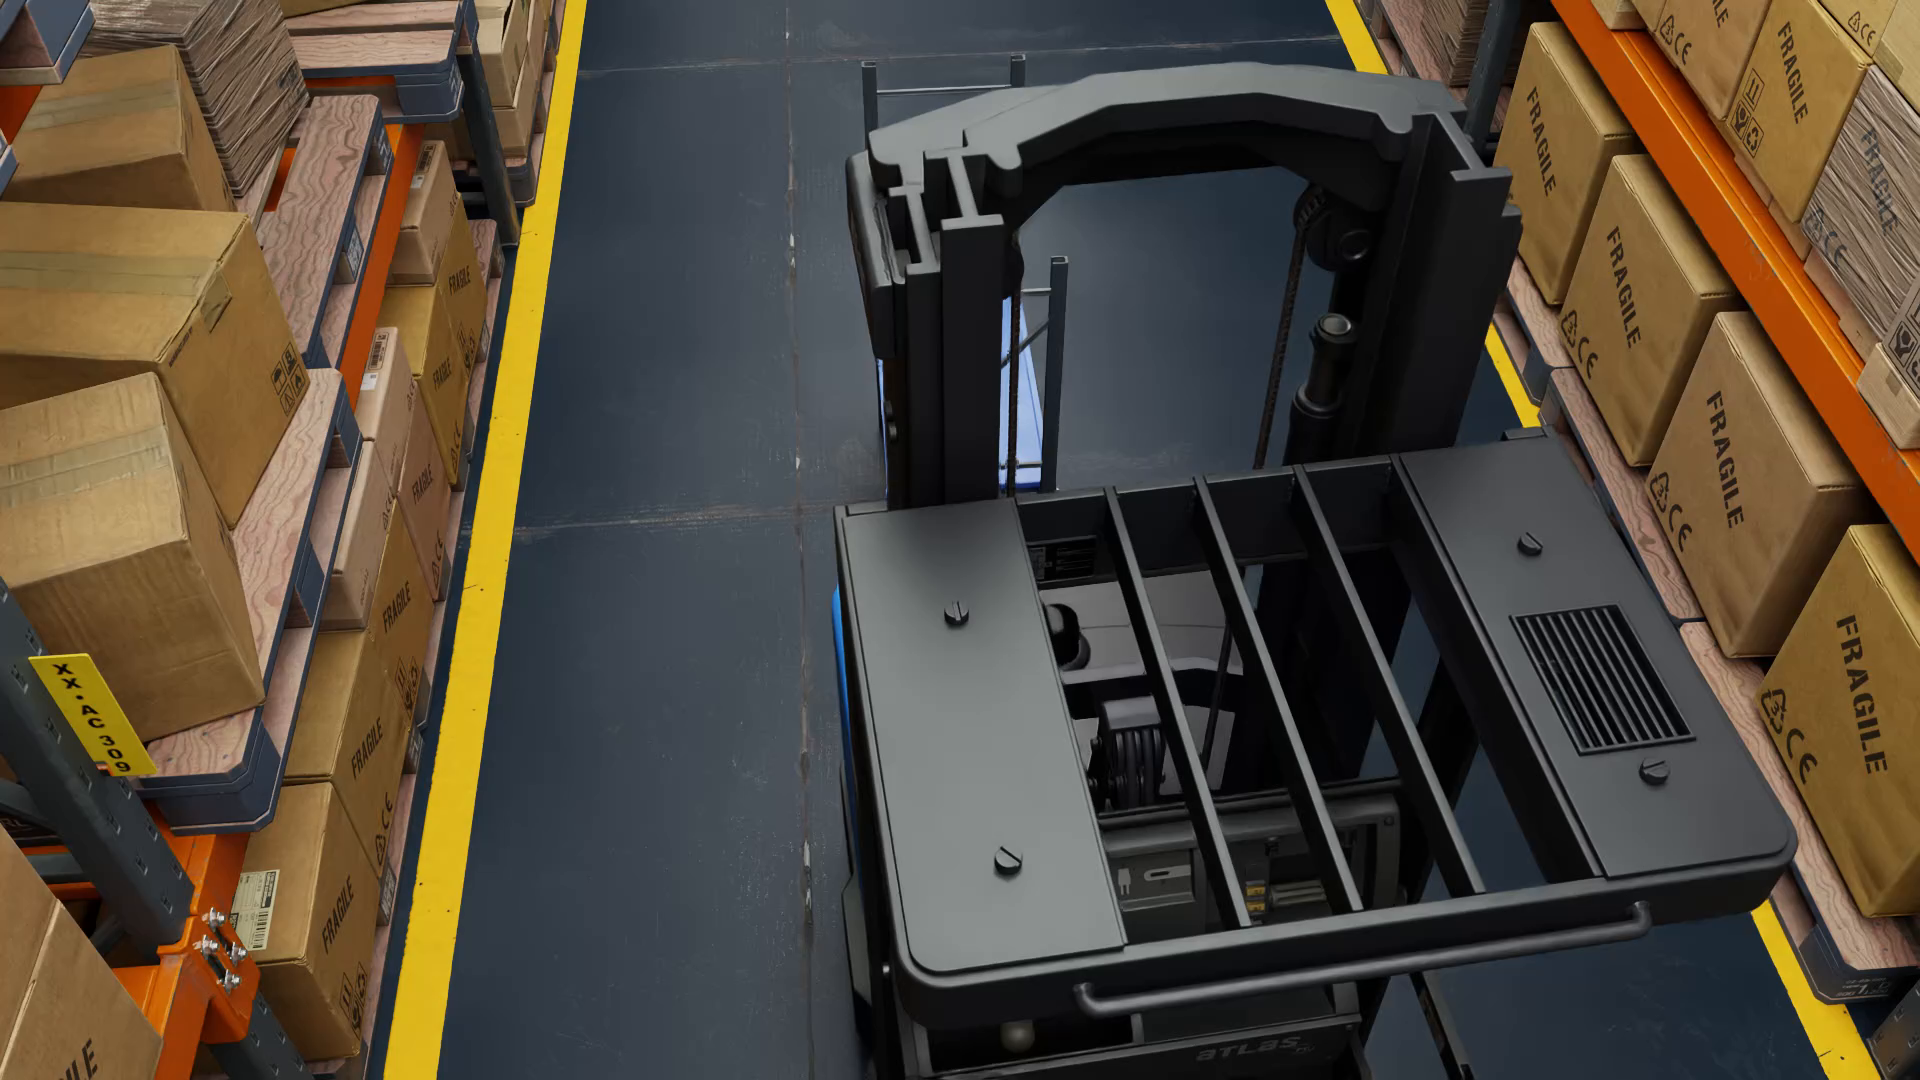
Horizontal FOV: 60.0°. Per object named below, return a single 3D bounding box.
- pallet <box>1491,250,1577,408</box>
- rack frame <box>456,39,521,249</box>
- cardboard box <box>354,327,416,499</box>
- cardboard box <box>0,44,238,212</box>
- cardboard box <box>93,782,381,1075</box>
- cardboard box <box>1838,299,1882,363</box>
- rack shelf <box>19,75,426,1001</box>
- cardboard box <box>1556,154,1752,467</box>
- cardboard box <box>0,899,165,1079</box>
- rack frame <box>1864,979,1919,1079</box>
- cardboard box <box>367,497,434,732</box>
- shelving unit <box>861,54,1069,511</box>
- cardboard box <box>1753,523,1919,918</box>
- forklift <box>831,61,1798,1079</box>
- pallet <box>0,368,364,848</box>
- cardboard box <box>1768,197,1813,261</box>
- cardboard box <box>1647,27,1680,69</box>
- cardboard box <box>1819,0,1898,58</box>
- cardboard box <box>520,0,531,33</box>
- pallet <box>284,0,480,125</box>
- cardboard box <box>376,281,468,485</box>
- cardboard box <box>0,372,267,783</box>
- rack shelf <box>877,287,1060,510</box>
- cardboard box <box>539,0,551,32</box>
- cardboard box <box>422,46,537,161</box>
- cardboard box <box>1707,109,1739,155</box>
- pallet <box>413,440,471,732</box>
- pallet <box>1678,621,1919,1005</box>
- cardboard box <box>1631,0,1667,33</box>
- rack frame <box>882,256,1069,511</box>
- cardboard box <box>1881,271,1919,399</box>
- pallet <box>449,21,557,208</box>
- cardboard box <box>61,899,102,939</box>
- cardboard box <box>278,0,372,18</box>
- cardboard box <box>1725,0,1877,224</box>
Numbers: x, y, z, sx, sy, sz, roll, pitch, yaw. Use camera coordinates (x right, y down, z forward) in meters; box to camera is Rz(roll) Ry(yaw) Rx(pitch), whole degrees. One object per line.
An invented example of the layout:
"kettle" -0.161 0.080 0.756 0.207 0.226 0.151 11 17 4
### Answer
"pallet" 2.592 -1.028 6.578 1.003 0.211 1.213 -3 47 -3
"rack frame" -2.335 -2.258 5.822 1.000 3.000 0.127 -3 47 -3
"cardboard box" -1.924 -0.365 4.932 0.500 0.250 0.500 -4 47 -4
"cardboard box" -2.210 -0.817 4.100 0.700 0.500 0.500 -14 48 -13
"cardboard box" -1.798 0.980 4.175 0.500 0.500 0.500 -5 47 -5
"cardboard box" 2.569 -0.555 4.369 0.380 0.149 0.250 -3 47 -3
"rack shelf" -2.168 -0.564 4.713 1.077 0.370 4.000 -3 47 -3
"cardboard box" 2.599 -0.793 5.626 0.750 0.750 0.750 -4 47 -3
"cardboard box" -1.703 0.948 2.718 0.500 0.500 0.500 -3 47 -3
"rack frame" 2.936 0.332 3.369 1.000 3.000 0.127 -3 47 -3
"cardboard box" -1.888 0.232 4.883 0.500 0.500 0.500 -3 47 -3
"shelving unit" -0.007 -0.577 5.264 0.538 1.500 1.048 -3 47 -3
"cardboard box" 2.752 0.465 4.435 0.750 0.750 0.750 -3 47 -3
"forklift" 0.401 0.815 2.960 1.130 2.935 3.031 -7 47 -6
"pallet" -1.959 0.117 3.705 1.003 0.211 1.213 -3 47 -3
"cardboard box" 2.552 -0.930 4.724 0.380 0.149 0.250 -2 47 -2
"cardboard box" 2.492 -1.675 5.430 0.380 0.149 0.250 -4 47 -4
"cardboard box" 2.522 -1.500 4.300 0.500 0.250 0.500 -4 47 -4
"cardboard box" -2.139 -2.426 7.200 0.500 0.311 0.500 -5 47 -4
"pallet" -2.209 -1.706 5.432 1.213 0.211 1.003 -3 47 -3
"cardboard box" -1.980 -0.513 5.588 0.500 0.500 0.500 -5 47 -5
"cardboard box" -1.817 0.101 3.230 0.700 0.500 0.500 -18 49 -16
"rack shelf" -0.007 -0.454 5.395 0.538 0.185 1.000 -3 47 -3
"cardboard box" -2.179 -2.593 7.744 0.500 0.250 0.500 -5 47 -4
"cardboard box" -2.086 -1.854 7.044 0.500 0.250 0.500 -4 47 -3
"cardboard box" 2.533 -1.301 5.075 0.380 0.149 0.250 -3 47 -3
"pallet" -2.211 0.124 5.487 1.003 0.211 1.213 -3 47 -3
"pallet" 2.796 0.737 4.906 1.003 0.211 1.213 -3 47 -3
"cardboard box" 2.421 -1.959 5.252 0.500 0.500 0.500 -2 47 -2
"rack frame" 0.035 -0.210 4.916 0.500 1.500 0.032 -3 47 -3
"cardboard box" 2.593 -0.498 3.869 0.500 0.500 0.500 -3 47 -3
"pallet" -2.365 -1.897 7.401 1.003 0.211 1.213 -3 47 -3
"cardboard box" -2.327 1.005 4.151 0.500 0.500 0.500 -4 47 -4
"cardboard box" -2.170 -1.988 5.209 0.700 0.500 0.500 -18 49 -16
"cardboard box" 2.513 -1.223 4.555 0.500 0.500 0.500 -2 47 -2
